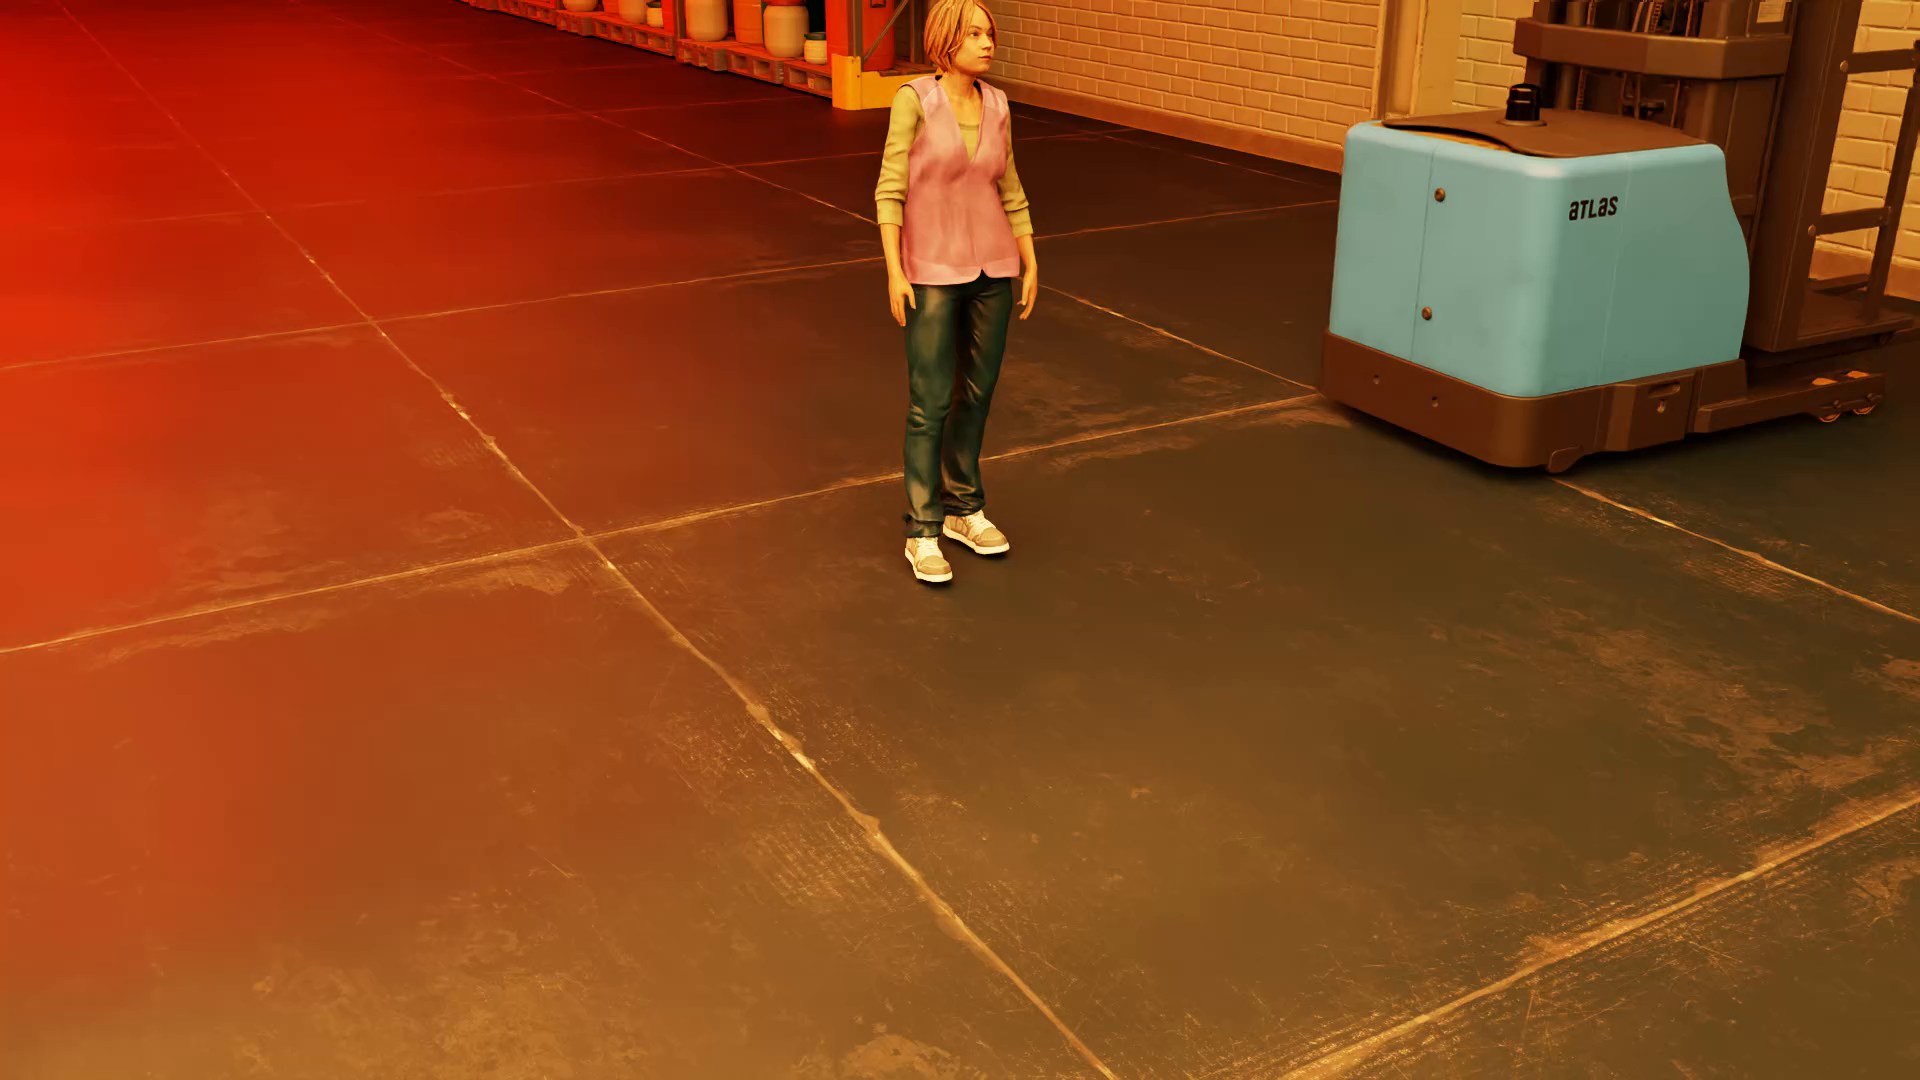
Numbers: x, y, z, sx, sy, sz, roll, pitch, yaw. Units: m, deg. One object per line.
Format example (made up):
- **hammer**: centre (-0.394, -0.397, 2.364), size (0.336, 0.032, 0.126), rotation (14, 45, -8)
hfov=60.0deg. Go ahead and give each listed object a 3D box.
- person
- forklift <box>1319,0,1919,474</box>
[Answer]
- **person**: centre (0.025, -0.719, 4.763), size (0.520, 1.596, 0.475), rotation (-12, 25, -28)
- **forklift**: centre (2.912, -1.958, 6.044), size (3.031, 2.935, 1.130), rotation (-11, 25, -25)
